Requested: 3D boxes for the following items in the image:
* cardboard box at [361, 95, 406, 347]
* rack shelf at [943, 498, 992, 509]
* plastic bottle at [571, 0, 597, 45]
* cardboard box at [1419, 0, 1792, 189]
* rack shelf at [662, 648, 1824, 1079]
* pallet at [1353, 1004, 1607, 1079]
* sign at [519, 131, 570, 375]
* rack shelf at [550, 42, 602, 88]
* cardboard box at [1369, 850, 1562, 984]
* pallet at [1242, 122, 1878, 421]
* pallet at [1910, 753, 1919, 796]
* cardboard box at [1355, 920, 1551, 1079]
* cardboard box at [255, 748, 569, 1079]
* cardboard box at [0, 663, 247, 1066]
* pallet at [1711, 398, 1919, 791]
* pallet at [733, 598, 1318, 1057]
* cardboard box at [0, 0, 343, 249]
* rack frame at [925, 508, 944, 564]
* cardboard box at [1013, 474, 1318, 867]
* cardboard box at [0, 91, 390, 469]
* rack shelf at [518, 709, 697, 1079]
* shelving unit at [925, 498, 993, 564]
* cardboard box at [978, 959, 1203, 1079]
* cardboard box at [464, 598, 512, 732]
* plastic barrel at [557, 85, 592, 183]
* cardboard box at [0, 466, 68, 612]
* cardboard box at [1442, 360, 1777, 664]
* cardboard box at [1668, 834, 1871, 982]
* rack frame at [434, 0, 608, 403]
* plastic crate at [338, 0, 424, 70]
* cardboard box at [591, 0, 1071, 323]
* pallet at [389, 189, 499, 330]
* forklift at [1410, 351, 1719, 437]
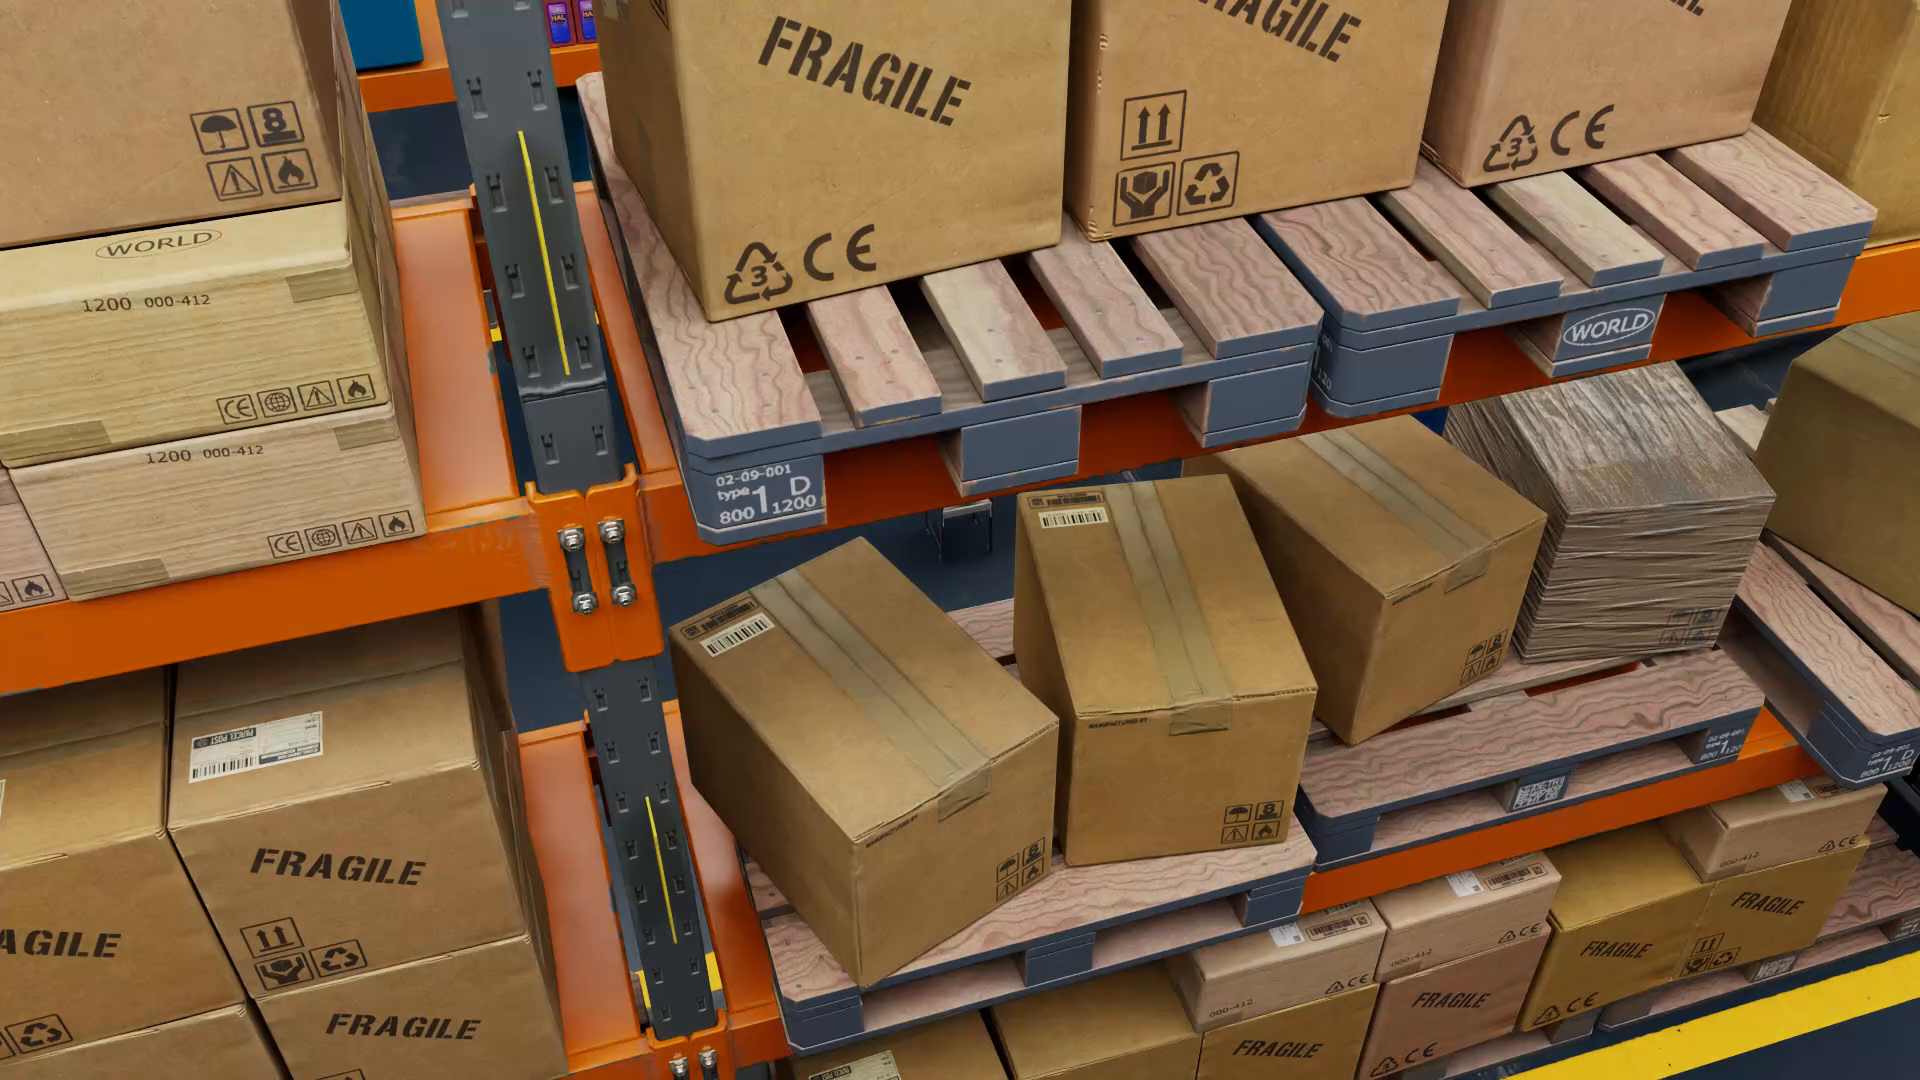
[{"bbox_3d":[-1.266,-0.527,2.908,0.500,0.250,0.500,-12,42,-13],"label":"cardboard box"},{"bbox_3d":[-0.008,-0.244,6.533,0.200,0.077,0.258,-12,42,-13],"label":"rack shelf"},{"bbox_3d":[-1.607,-2.291,7.182,0.133,0.283,0.061,-12,42,-13],"label":"plastic bottle"},{"bbox_3d":[1.046,-1.077,2.952,0.600,0.600,0.600,-13,43,-15],"label":"cardboard box"},{"bbox_3d":[1.180,0.481,4.467,4.000,0.370,1.077,-12,42,-13],"label":"rack shelf"},{"bbox_3d":[1.202,1.227,5.185,1.213,0.211,1.003,-12,42,-13],"label":"pallet"},{"bbox_3d":[-0.558,-0.380,2.233,0.005,0.325,0.100,-12,42,-13],"label":"sign"},{"bbox_3d":[-0.305,-2.629,8.026,4.000,0.370,1.077,-12,42,-13],"label":"rack shelf"},{"bbox_3d":[1.239,0.858,4.483,0.500,0.250,0.500,-12,43,-14],"label":"cardboard box"},{"bbox_3d":[0.904,-0.746,3.187,1.003,0.211,1.213,-12,42,-13],"label":"pallet"},{"bbox_3d":[3.884,0.726,5.758,1.213,0.211,1.003,-12,42,-13],"label":"pallet"},{"bbox_3d":[1.273,1.132,4.740,0.500,0.500,0.500,-13,43,-15],"label":"cardboard box"},{"bbox_3d":[-1.128,0.827,3.447,0.500,0.500,0.500,-11,42,-12],"label":"cardboard box"},{"bbox_3d":[-1.620,0.556,2.998,0.500,0.500,0.500,-12,43,-14],"label":"cardboard box"},{"bbox_3d":[2.462,0.065,4.542,1.003,0.211,1.213,-12,42,-13],"label":"pallet"},{"bbox_3d":[0.067,0.588,3.943,1.213,0.211,1.003,-12,42,-13],"label":"pallet"},{"bbox_3d":[-1.180,-0.819,2.292,0.500,0.500,0.700,-12,42,-13],"label":"cardboard box"},{"bbox_3d":[-0.105,-0.317,6.429,0.006,0.900,0.240,-12,42,-13],"label":"rack frame"},{"bbox_3d":[0.428,0.280,3.754,0.500,0.500,0.700,-5,41,-6],"label":"cardboard box"},{"bbox_3d":[-1.110,-0.390,2.371,0.500,0.250,0.500,-12,42,-13],"label":"cardboard box"},{"bbox_3d":[-2.635,1.271,3.562,4.000,0.370,1.077,-12,42,-13],"label":"rack shelf"},{"bbox_3d":[-0.008,-0.337,6.452,0.210,0.900,0.258,-12,42,-13],"label":"shelving unit"},{"bbox_3d":[0.312,1.325,4.518,0.500,0.500,0.500,-11,42,-12],"label":"cardboard box"},{"bbox_3d":[-1.262,0.107,3.511,0.500,0.500,0.500,-11,42,-12],"label":"cardboard box"},{"bbox_3d":[-1.688,-1.969,8.000,0.708,0.901,0.600,-12,42,-13],"label":"plastic barrel"},{"bbox_3d":[-1.592,-0.113,2.434,0.500,0.250,0.500,-12,42,-13],"label":"cardboard box"},{"bbox_3d":[1.591,-0.125,4.218,0.500,0.500,0.700,-4,41,-5],"label":"cardboard box"},{"bbox_3d":[2.266,0.922,4.980,0.500,0.500,0.500,-10,42,-11],"label":"cardboard box"},{"bbox_3d":[-0.728,-1.654,1.804,0.127,3.000,1.000,-12,42,-13],"label":"rack frame"},{"bbox_3d":[-2.555,-2.215,6.972,0.575,0.384,0.392,-12,42,-13],"label":"plastic crate"},{"bbox_3d":[-0.225,-0.812,2.648,0.600,0.600,0.600,-16,43,-17],"label":"cardboard box"},{"bbox_3d":[-2.902,-1.285,8.060,1.213,0.211,1.003,-12,42,-13],"label":"pallet"},{"bbox_3d":[2.632,-1.868,6.661,3.031,2.935,1.130,-16,44,-18],"label":"forklift"}]
